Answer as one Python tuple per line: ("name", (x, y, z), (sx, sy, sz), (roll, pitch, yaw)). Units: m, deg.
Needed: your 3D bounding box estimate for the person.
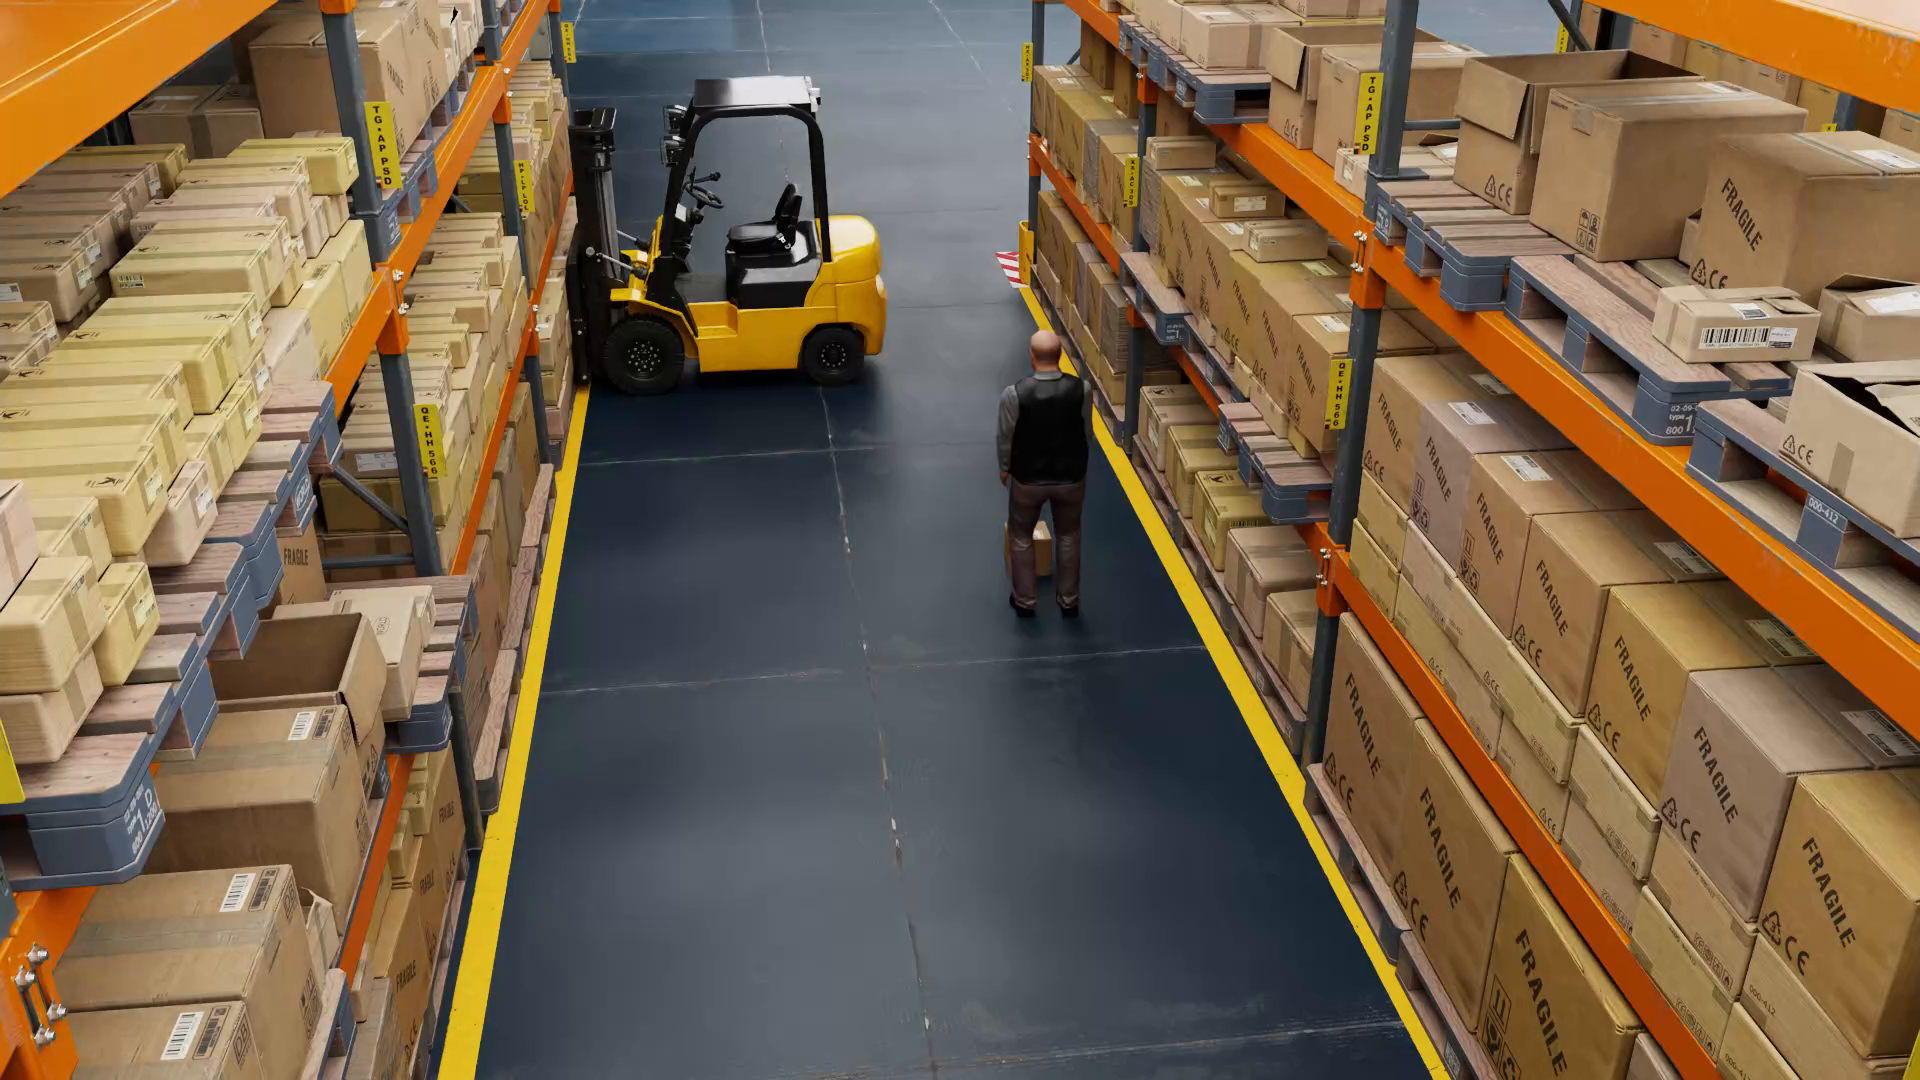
("person", (0.470, -0.351, 9.372), (0.546, 1.697, 0.385), (-3, 27, -6))
